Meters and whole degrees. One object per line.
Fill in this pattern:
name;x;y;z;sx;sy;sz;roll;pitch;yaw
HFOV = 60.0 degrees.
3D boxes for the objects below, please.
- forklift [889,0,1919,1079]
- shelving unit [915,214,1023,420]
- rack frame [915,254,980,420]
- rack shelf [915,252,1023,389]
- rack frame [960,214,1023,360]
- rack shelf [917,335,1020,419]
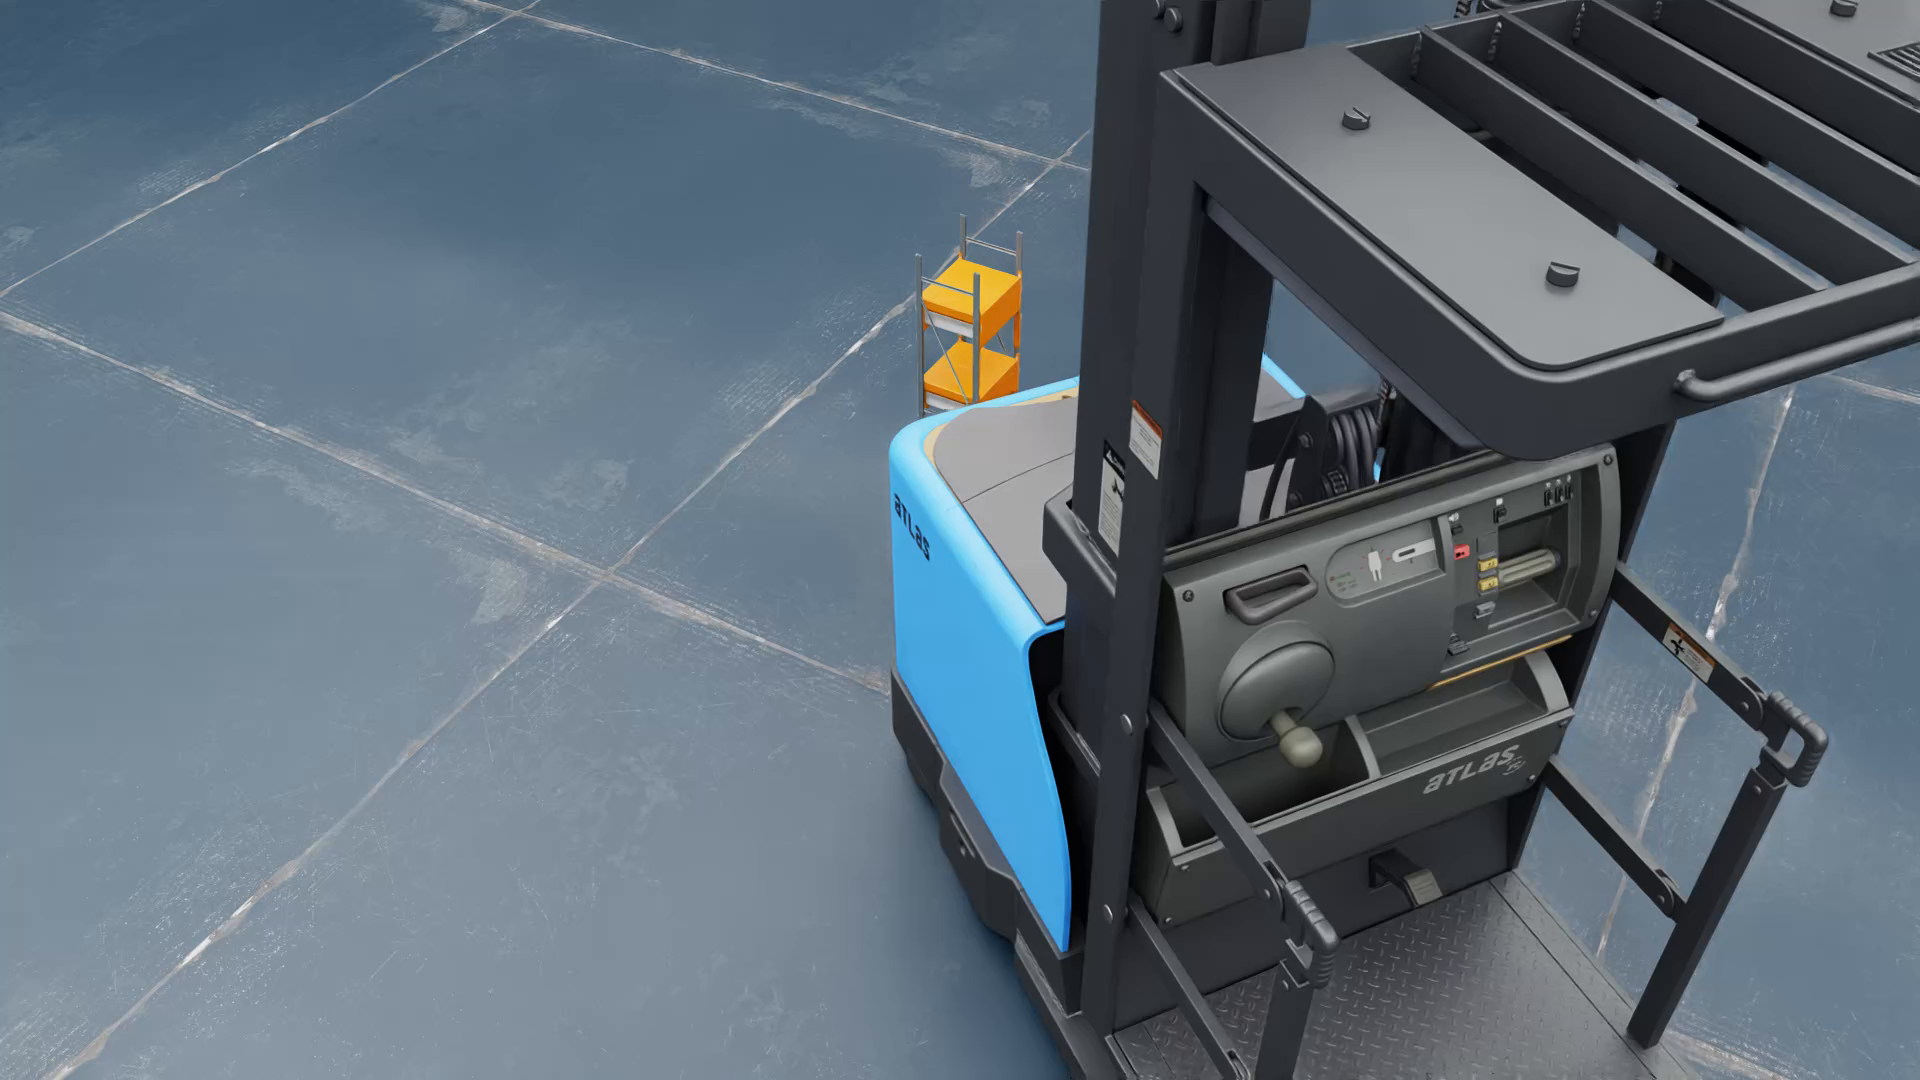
forklift;0.880;0.194;2.812;1.130;2.935;3.031;-17;44;-18
shelving unit;0.027;-0.425;4.938;0.215;1.050;0.252;21;45;22
rack frame;-0.034;-0.355;4.859;0.200;1.050;0.008;21;45;22
rack shelf;0.027;-0.630;4.757;0.215;0.259;0.240;21;45;22
rack frame;0.088;-0.494;5.017;0.200;1.050;0.008;21;45;22
rack shelf;0.027;-0.417;4.945;0.215;0.259;0.240;21;45;22
